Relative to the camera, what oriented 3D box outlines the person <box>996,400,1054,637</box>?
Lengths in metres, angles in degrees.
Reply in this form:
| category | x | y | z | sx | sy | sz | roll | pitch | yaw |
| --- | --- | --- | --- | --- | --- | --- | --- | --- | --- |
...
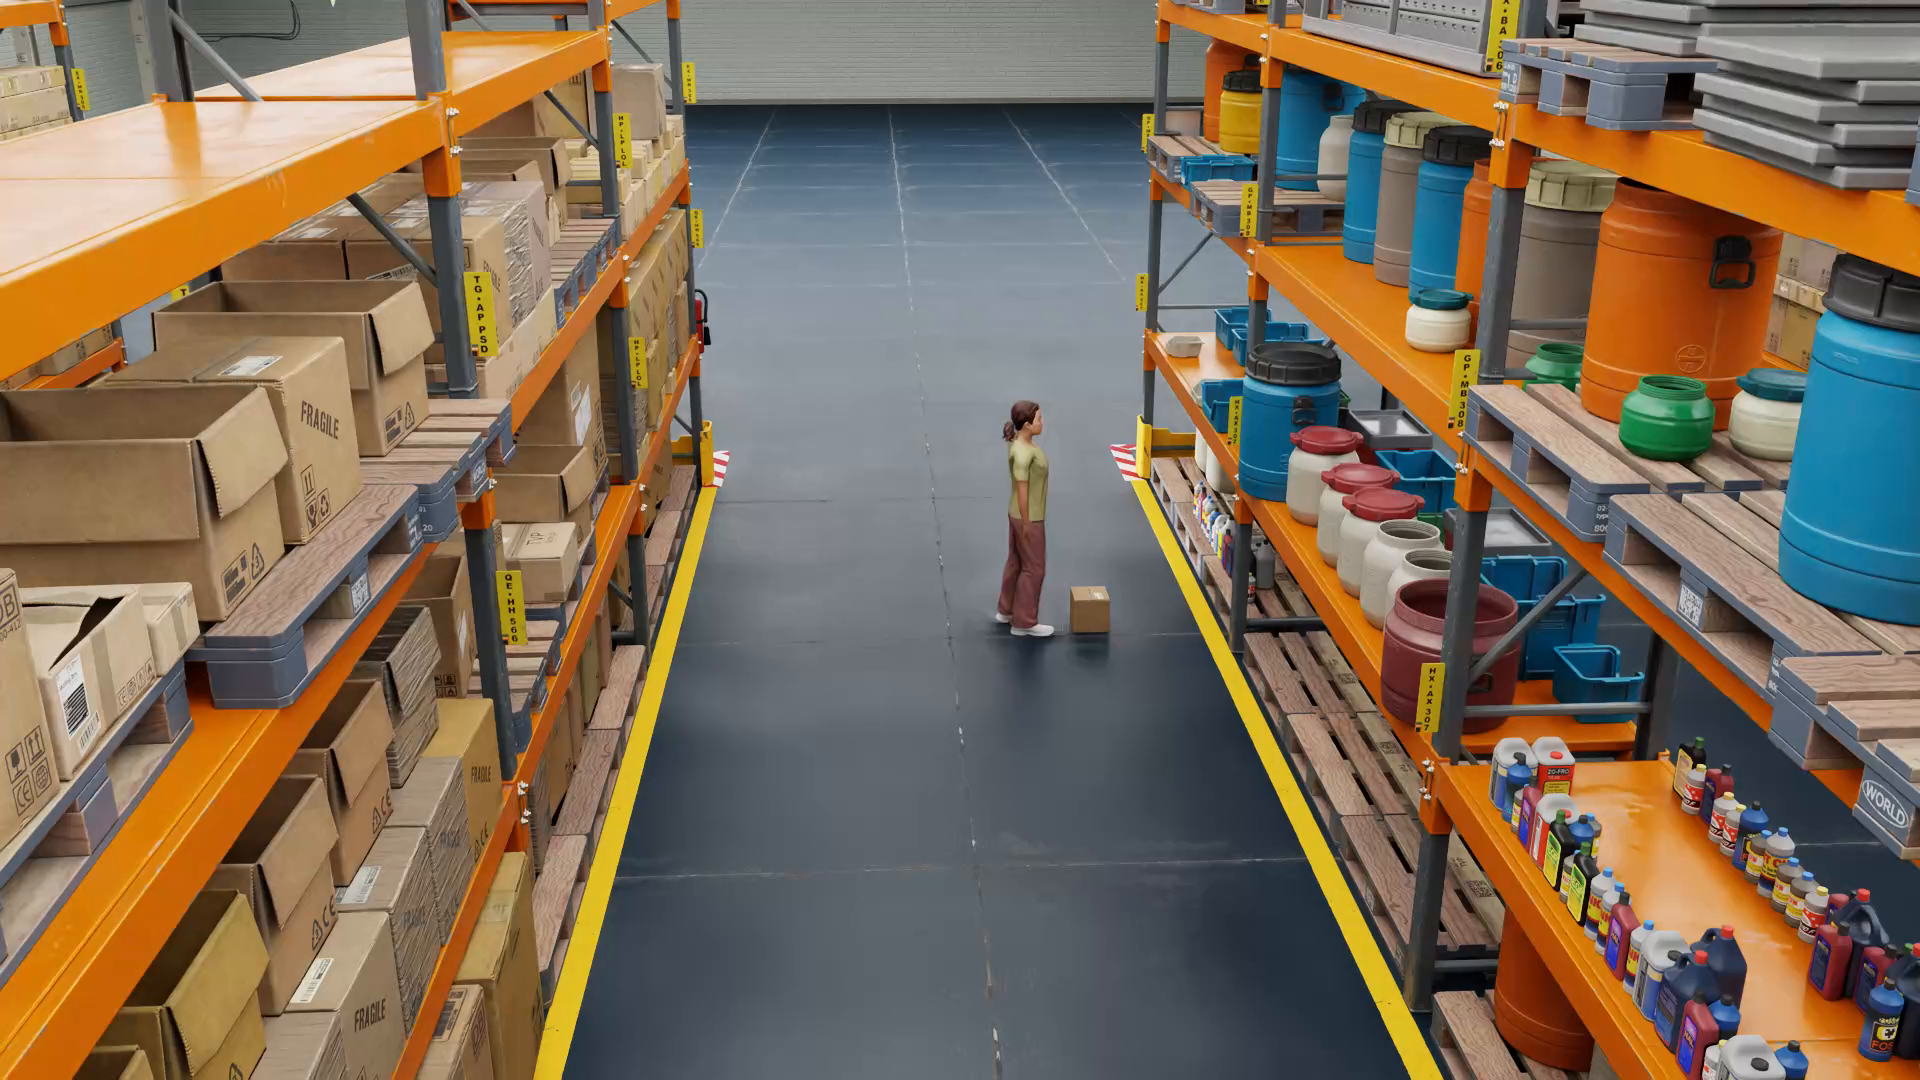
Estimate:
| category | x | y | z | sx | sy | sz | roll | pitch | yaw |
| --- | --- | --- | --- | --- | --- | --- | --- | --- | --- |
| person | 0.459 | -0.141 | 11.529 | 0.401 | 1.709 | 0.443 | -1 | 20 | -2 |
